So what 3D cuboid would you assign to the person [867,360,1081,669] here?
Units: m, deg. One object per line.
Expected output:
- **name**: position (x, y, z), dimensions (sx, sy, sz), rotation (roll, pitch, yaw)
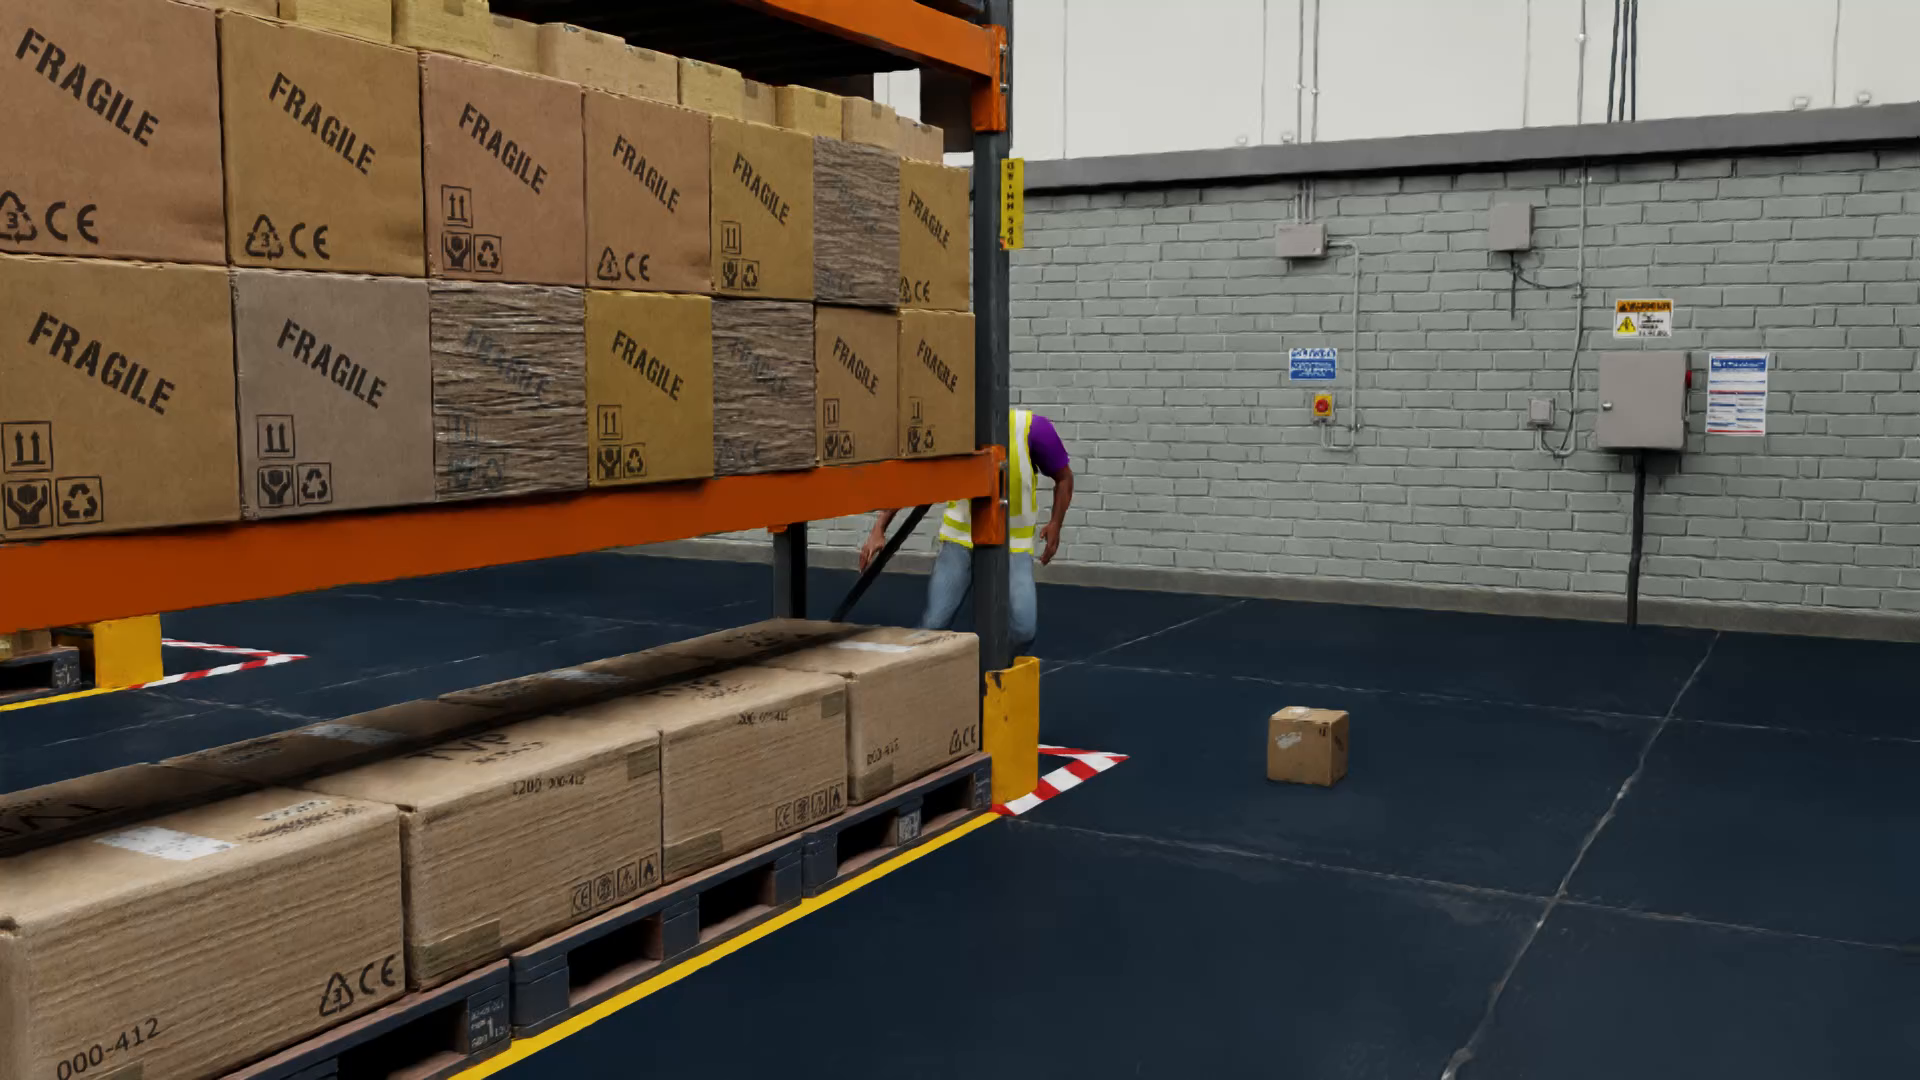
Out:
- **person**: position (0.071, 0.044, 7.232), dimensions (0.984, 1.724, 0.504), rotation (-1, 6, -13)
